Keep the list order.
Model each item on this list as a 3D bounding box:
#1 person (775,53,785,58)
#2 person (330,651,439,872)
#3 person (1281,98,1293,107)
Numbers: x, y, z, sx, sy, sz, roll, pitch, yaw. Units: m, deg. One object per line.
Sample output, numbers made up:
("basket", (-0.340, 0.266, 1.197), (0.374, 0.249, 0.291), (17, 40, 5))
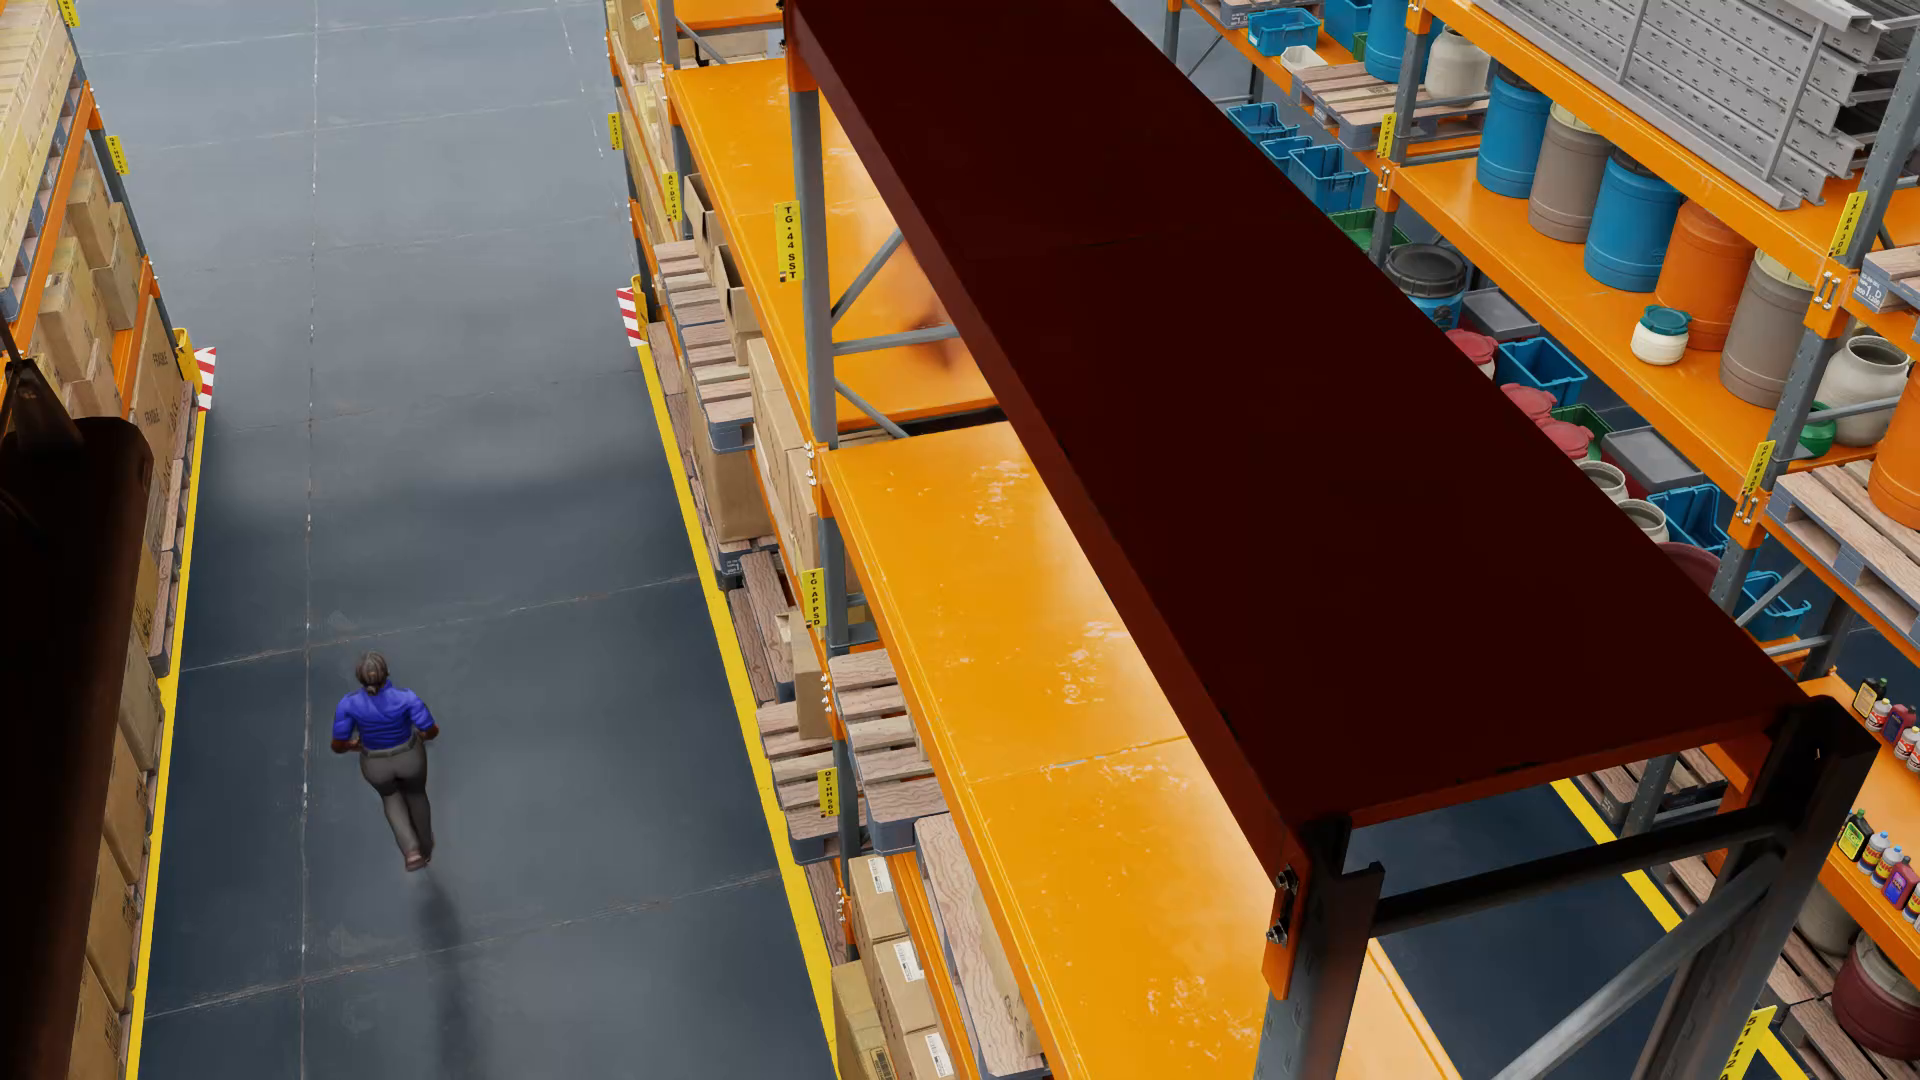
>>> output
("person", (-1.855, -6.526, 19.645), (0.782, 1.780, 0.684), (3, 39, 4))
("person", (-3.216, 1.275, 9.467), (0.575, 1.626, 0.467), (-11, 40, -13))
("person", (4.185, -5.602, 18.513), (1.007, 1.829, 0.643), (3, 38, 4))
